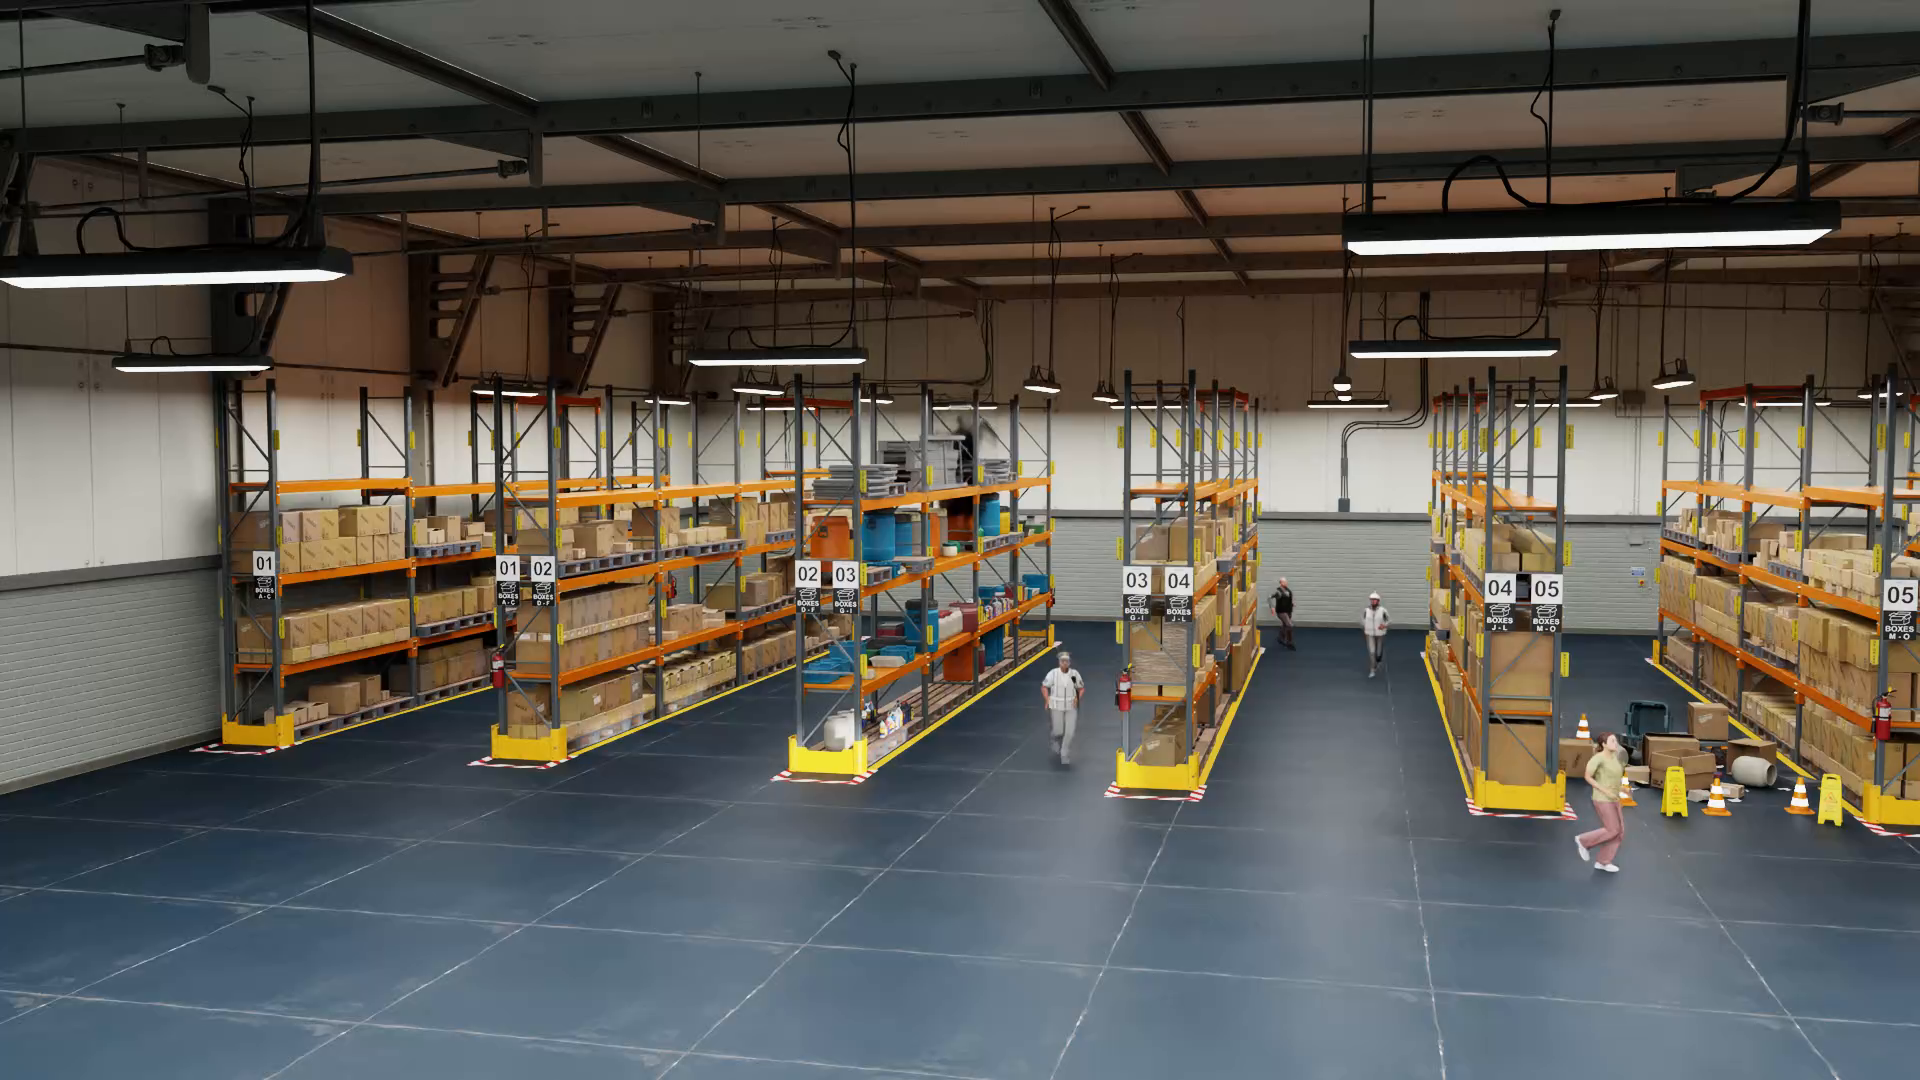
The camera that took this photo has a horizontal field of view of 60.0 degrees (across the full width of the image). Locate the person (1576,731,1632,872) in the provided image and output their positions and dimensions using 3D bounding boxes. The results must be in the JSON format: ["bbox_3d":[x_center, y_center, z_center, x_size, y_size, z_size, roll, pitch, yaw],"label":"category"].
[{"bbox_3d":[7.490,3.025,19.369,0.565,1.622,0.544,-3,4,-39],"label":"person"}]

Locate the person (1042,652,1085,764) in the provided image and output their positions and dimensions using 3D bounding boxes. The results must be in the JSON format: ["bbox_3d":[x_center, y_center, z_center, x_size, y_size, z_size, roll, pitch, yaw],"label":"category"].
[{"bbox_3d":[1.616,2.601,25.860,0.673,1.756,0.595,0,3,-4],"label":"person"}]

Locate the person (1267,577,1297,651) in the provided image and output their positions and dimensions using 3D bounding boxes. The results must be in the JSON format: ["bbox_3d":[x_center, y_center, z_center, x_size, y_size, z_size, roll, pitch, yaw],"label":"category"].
[{"bbox_3d":[7.717,1.778,39.752,0.712,1.766,0.754,-3,4,-38],"label":"person"}]

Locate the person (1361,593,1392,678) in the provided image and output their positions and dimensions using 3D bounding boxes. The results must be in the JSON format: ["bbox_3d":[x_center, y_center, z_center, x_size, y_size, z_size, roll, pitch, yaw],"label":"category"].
[{"bbox_3d":[8.839,2.014,35.325,0.656,1.772,0.800,1,4,22],"label":"person"}]
